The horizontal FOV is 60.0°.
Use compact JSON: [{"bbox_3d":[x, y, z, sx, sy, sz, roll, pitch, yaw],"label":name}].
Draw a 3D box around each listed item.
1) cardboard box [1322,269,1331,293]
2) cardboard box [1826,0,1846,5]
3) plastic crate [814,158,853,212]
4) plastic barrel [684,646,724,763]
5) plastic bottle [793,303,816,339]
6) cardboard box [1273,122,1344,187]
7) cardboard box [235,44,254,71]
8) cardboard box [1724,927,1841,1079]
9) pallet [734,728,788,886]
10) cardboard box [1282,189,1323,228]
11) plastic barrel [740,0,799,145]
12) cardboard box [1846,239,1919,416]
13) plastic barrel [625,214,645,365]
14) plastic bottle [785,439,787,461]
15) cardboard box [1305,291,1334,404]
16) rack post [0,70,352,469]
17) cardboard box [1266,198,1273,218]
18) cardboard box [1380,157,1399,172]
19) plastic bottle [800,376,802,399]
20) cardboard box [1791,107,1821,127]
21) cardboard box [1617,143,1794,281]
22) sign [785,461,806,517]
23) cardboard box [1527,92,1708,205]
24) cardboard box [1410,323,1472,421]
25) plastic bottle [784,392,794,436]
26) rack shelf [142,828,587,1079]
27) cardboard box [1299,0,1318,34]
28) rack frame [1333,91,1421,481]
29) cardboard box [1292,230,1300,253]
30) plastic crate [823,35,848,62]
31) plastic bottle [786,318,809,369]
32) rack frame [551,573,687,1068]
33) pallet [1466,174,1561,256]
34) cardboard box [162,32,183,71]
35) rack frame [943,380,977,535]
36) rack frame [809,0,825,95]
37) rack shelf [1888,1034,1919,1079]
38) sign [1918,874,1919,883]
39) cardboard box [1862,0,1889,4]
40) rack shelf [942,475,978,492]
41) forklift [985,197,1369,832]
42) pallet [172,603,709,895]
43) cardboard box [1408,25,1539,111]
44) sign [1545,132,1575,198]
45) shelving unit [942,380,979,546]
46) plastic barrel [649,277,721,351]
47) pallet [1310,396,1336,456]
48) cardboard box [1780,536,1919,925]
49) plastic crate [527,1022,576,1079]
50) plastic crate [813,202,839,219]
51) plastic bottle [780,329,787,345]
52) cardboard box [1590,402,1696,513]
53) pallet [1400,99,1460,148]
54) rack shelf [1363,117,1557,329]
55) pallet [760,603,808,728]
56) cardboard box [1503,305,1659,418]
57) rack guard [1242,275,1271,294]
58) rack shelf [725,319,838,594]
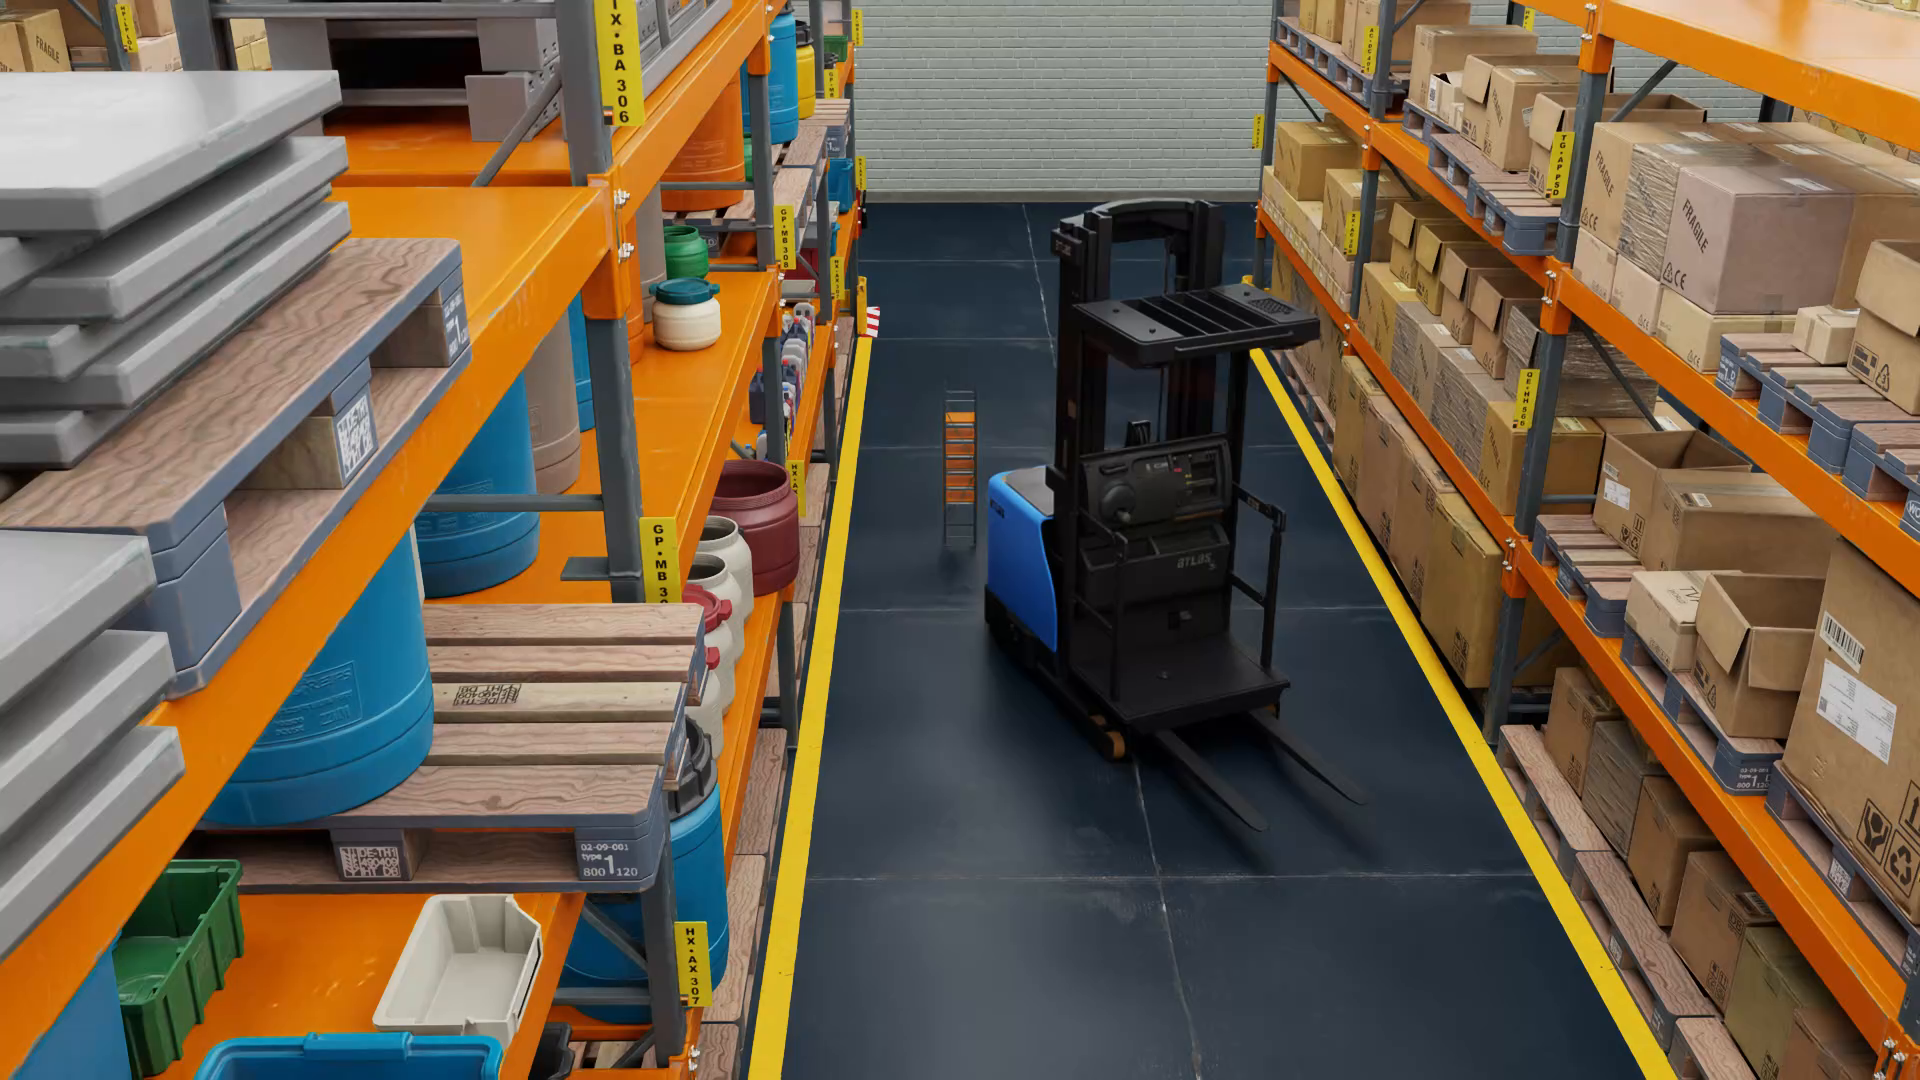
[{"bbox_3d":[3.144,-2.085,13.408,0.380,0.149,0.250,-1,24,-1],"label":"cardboard box"},{"bbox_3d":[8.142,-4.832,15.113,0.500,0.250,0.500,0,24,0],"label":"cardboard box"},{"bbox_3d":[-1.326,-3.396,15.885,0.616,0.435,0.499,0,24,-1],"label":"plastic crate"},{"bbox_3d":[-1.184,0.696,6.789,0.433,0.535,0.433,0,24,0],"label":"plastic barrel"},{"bbox_3d":[-1.145,-1.624,12.234,0.152,0.276,0.135,0,24,-1],"label":"plastic bottle"},{"bbox_3d":[3.177,-3.515,15.177,0.500,0.500,0.500,-1,24,-2],"label":"cardboard box"},{"bbox_3d":[-6.198,-3.938,13.743,0.500,0.250,0.500,0,24,-1],"label":"cardboard box"},{"bbox_3d":[3.596,1.922,6.743,0.700,0.500,0.500,0,24,-1],"label":"cardboard box"},{"bbox_3d":[-1.459,1.397,8.788,1.003,0.211,1.213,0,24,-1],"label":"pallet"},{"bbox_3d":[3.186,-2.958,14.856,0.500,0.250,0.500,-1,24,-2],"label":"cardboard box"},{"bbox_3d":[-1.301,-2.925,10.202,0.600,0.901,0.708,0,24,-1],"label":"plastic barrel"},{"bbox_3d":[3.650,-0.754,5.886,0.797,0.503,0.637,1,24,2],"label":"cardboard box"},{"bbox_3d":[-1.630,-1.146,6.867,0.600,0.830,0.708,0,24,-1],"label":"plastic barrel"},{"bbox_3d":[-1.071,-0.565,9.885,0.061,0.283,0.133,0,24,-1],"label":"plastic bottle"},{"bbox_3d":[3.543,-1.730,14.386,0.875,0.875,0.875,0,24,-1],"label":"cardboard box"},{"bbox_3d":[-1.394,-0.394,2.175,0.937,0.300,0.954,-1,24,-2],"label":"rack post"},{"bbox_3d":[3.115,-3.144,15.749,0.380,0.149,0.250,-1,24,-1],"label":"cardboard box"},{"bbox_3d":[3.723,-2.888,13.790,0.500,0.500,0.500,-1,24,-2],"label":"cardboard box"},{"bbox_3d":[-1.103,-1.032,11.017,0.097,0.201,0.097,0,24,0],"label":"plastic bottle"},{"bbox_3d":[8.137,-3.943,15.515,0.500,0.500,0.500,0,24,-1],"label":"cardboard box"},{"bbox_3d":[3.274,-1.451,7.334,0.500,0.500,0.500,0,24,0],"label":"cardboard box"},{"bbox_3d":[-0.879,-0.272,8.898,0.100,0.325,0.005,0,24,-1],"label":"sign"},{"bbox_3d":[3.445,-2.071,8.798,0.797,0.503,0.637,1,24,3],"label":"cardboard box"},{"bbox_3d":[3.258,-1.092,10.786,0.500,0.500,0.500,0,24,0],"label":"cardboard box"},{"bbox_3d":[-1.077,-0.796,10.394,0.061,0.283,0.133,0,24,-1],"label":"plastic bottle"},{"bbox_3d":[-1.363,1.241,2.983,1.077,0.370,4.000,0,24,-1],"label":"rack shelf"},{"bbox_3d":[3.381,-4.714,14.524,0.700,0.500,0.500,-1,24,-2],"label":"cardboard box"},{"bbox_3d":[3.480,-1.863,12.613,1.000,3.000,0.127,0,24,-1],"label":"rack frame"},{"bbox_3d":[3.129,-2.615,14.581,0.380,0.149,0.250,-1,24,-2],"label":"cardboard box"},{"bbox_3d":[-1.220,-4.354,14.738,0.450,0.188,0.336,0,24,-1],"label":"plastic crate"},{"bbox_3d":[-1.133,-1.365,11.571,0.144,0.351,0.185,0,24,-1],"label":"plastic bottle"},{"bbox_3d":[-1.385,1.456,5.275,1.000,3.000,0.127,0,24,-1],"label":"rack frame"},{"bbox_3d":[3.464,-1.761,8.976,1.213,0.211,1.003,1,24,2],"label":"pallet"},{"bbox_3d":[-6.190,-3.754,12.729,0.500,0.250,0.500,0,24,-1],"label":"cardboard box"},{"bbox_3d":[-0.001,-0.578,11.956,0.240,1.200,0.006,0,24,-1],"label":"rack frame"},{"bbox_3d":[-1.472,-4.574,11.328,1.000,3.000,0.127,0,24,-1],"label":"rack frame"},{"bbox_3d":[3.589,2.585,3.650,1.077,0.370,4.000,0,24,-1],"label":"rack shelf"},{"bbox_3d":[3.013,0.910,5.077,0.100,0.325,0.005,0,24,-1],"label":"sign"},{"bbox_3d":[8.090,-4.748,14.443,0.380,0.149,0.250,0,24,0],"label":"cardboard box"},{"bbox_3d":[0.000,-0.391,11.941,0.258,0.103,0.180,0,24,-1],"label":"rack shelf"},{"bbox_3d":[1.211,-0.295,9.229,1.130,2.935,3.031,-10,26,-21],"label":"forklift"},{"bbox_3d":[-1.280,0.472,4.040,1.213,0.211,1.003,0,24,-1],"label":"pallet"},{"bbox_3d":[3.497,-3.228,11.359,0.700,0.500,0.500,0,24,1],"label":"cardboard box"},{"bbox_3d":[2.969,-1.854,8.230,0.100,0.325,0.005,0,24,-1],"label":"sign"},{"bbox_3d":[0.000,-0.541,11.873,0.258,1.200,0.189,0,24,-1],"label":"shelving unit"},{"bbox_3d":[-1.181,-0.973,7.174,0.301,0.262,0.301,0,24,0],"label":"plastic barrel"},{"bbox_3d":[3.550,-0.906,13.881,1.003,0.211,1.213,0,24,-1],"label":"pallet"},{"bbox_3d":[3.699,0.641,5.839,1.000,1.000,1.000,0,24,0],"label":"cardboard box"},{"bbox_3d":[-1.507,1.700,4.810,0.767,0.338,0.504,0,24,-1],"label":"plastic crate"},{"bbox_3d":[-1.326,-3.061,15.509,0.396,0.136,0.243,0,24,-1],"label":"plastic crate"},{"bbox_3d":[-1.277,-1.364,11.570,0.144,0.351,0.185,0,24,-1],"label":"plastic bottle"},{"bbox_3d":[3.791,-0.462,9.394,0.500,0.500,0.500,0,24,1],"label":"cardboard box"},{"bbox_3d":[3.540,-2.765,11.200,0.805,0.209,1.217,-1,24,-3],"label":"pallet"},{"bbox_3d":[3.502,-2.078,10.321,1.077,0.370,4.000,0,24,-1],"label":"rack shelf"},{"bbox_3d":[-1.479,0.753,10.212,1.003,0.211,1.213,0,24,-1],"label":"pallet"},{"bbox_3d":[3.532,-1.019,9.408,0.797,0.503,0.637,1,24,1],"label":"cardboard box"},{"bbox_3d":[3.436,-2.382,16.794,1.175,0.500,0.348,0,24,-1],"label":"rack guard"},{"bbox_3d":[-1.451,-0.689,10.890,1.077,0.370,4.000,0,24,-1],"label":"rack shelf"}]
